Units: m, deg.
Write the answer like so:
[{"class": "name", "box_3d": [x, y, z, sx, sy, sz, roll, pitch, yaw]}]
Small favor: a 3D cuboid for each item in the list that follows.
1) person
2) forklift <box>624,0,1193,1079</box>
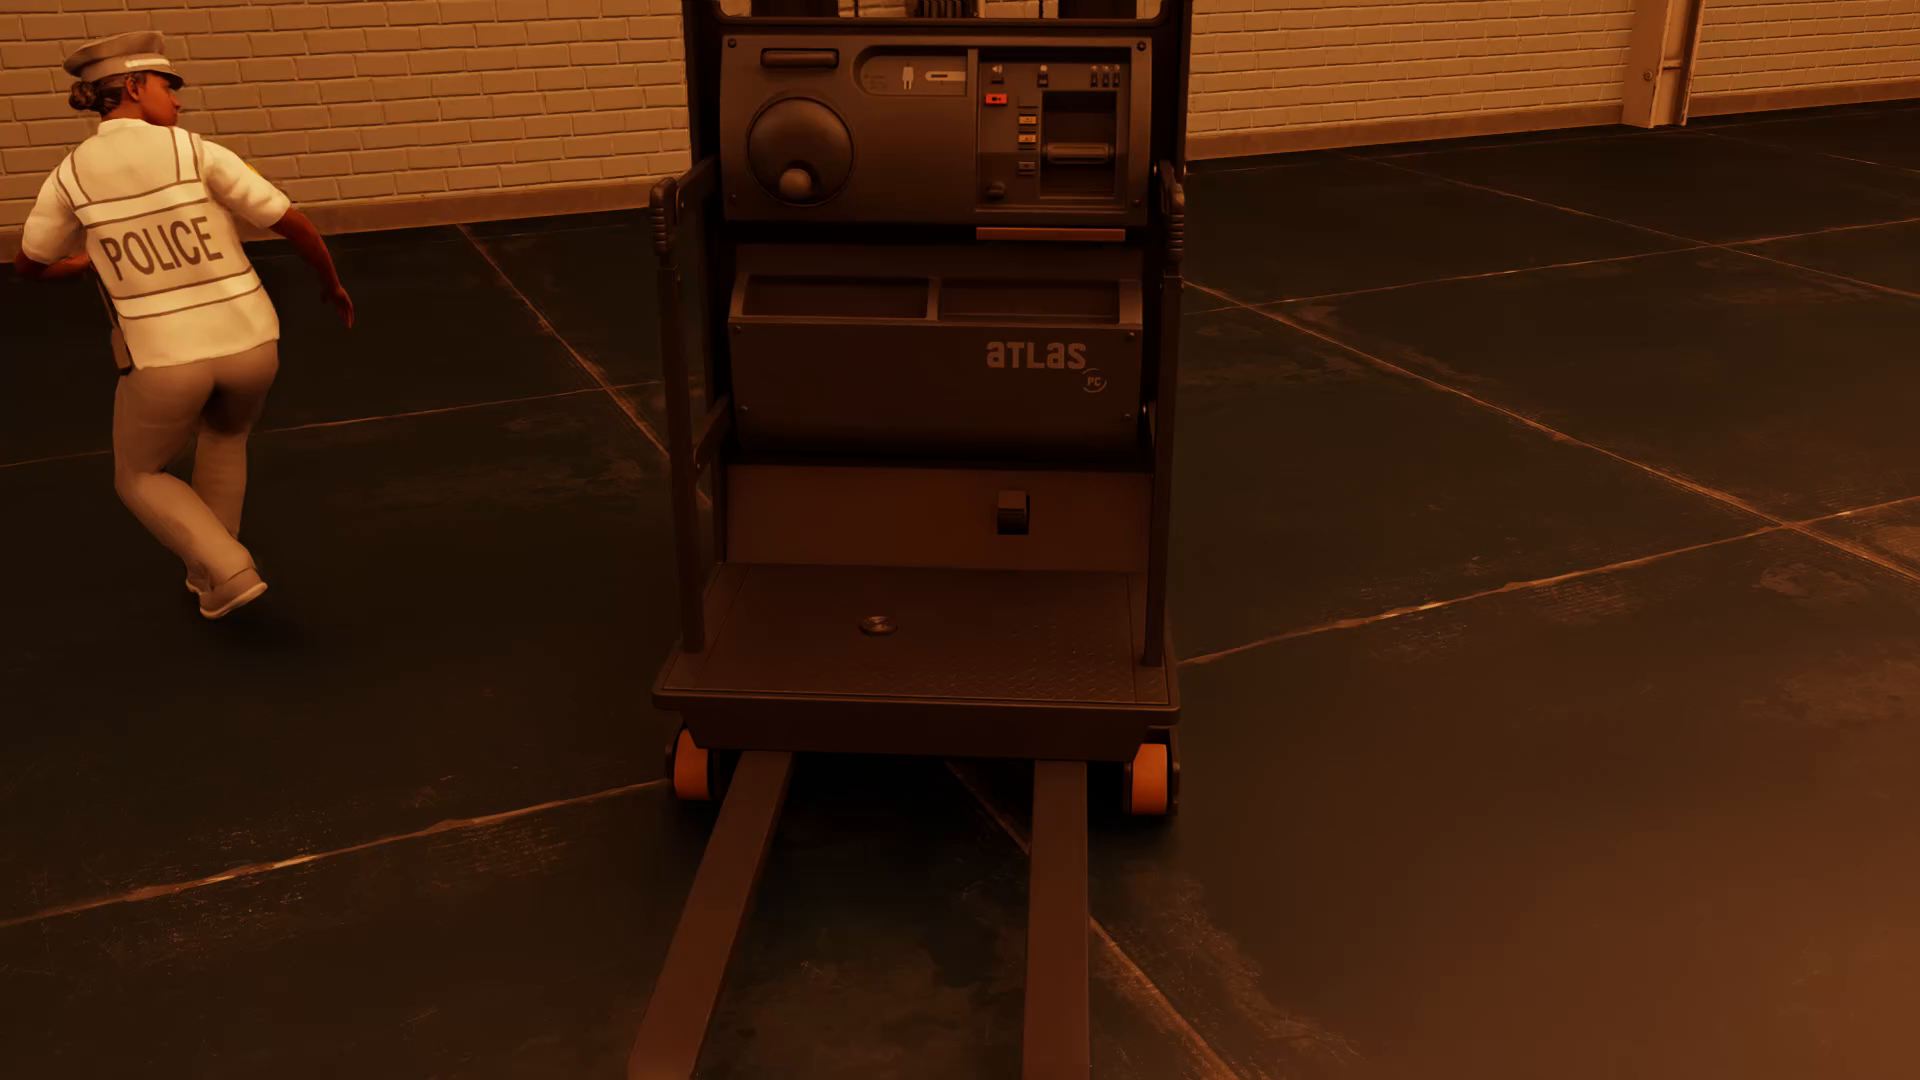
[{"class": "person", "box_3d": [-2.031, -0.562, 4.448, 0.792, 1.552, 0.793, -15, 27, -32]}, {"class": "forklift", "box_3d": [-0.066, -0.876, 3.395, 1.130, 2.935, 3.031, 1, 23, 3]}]
